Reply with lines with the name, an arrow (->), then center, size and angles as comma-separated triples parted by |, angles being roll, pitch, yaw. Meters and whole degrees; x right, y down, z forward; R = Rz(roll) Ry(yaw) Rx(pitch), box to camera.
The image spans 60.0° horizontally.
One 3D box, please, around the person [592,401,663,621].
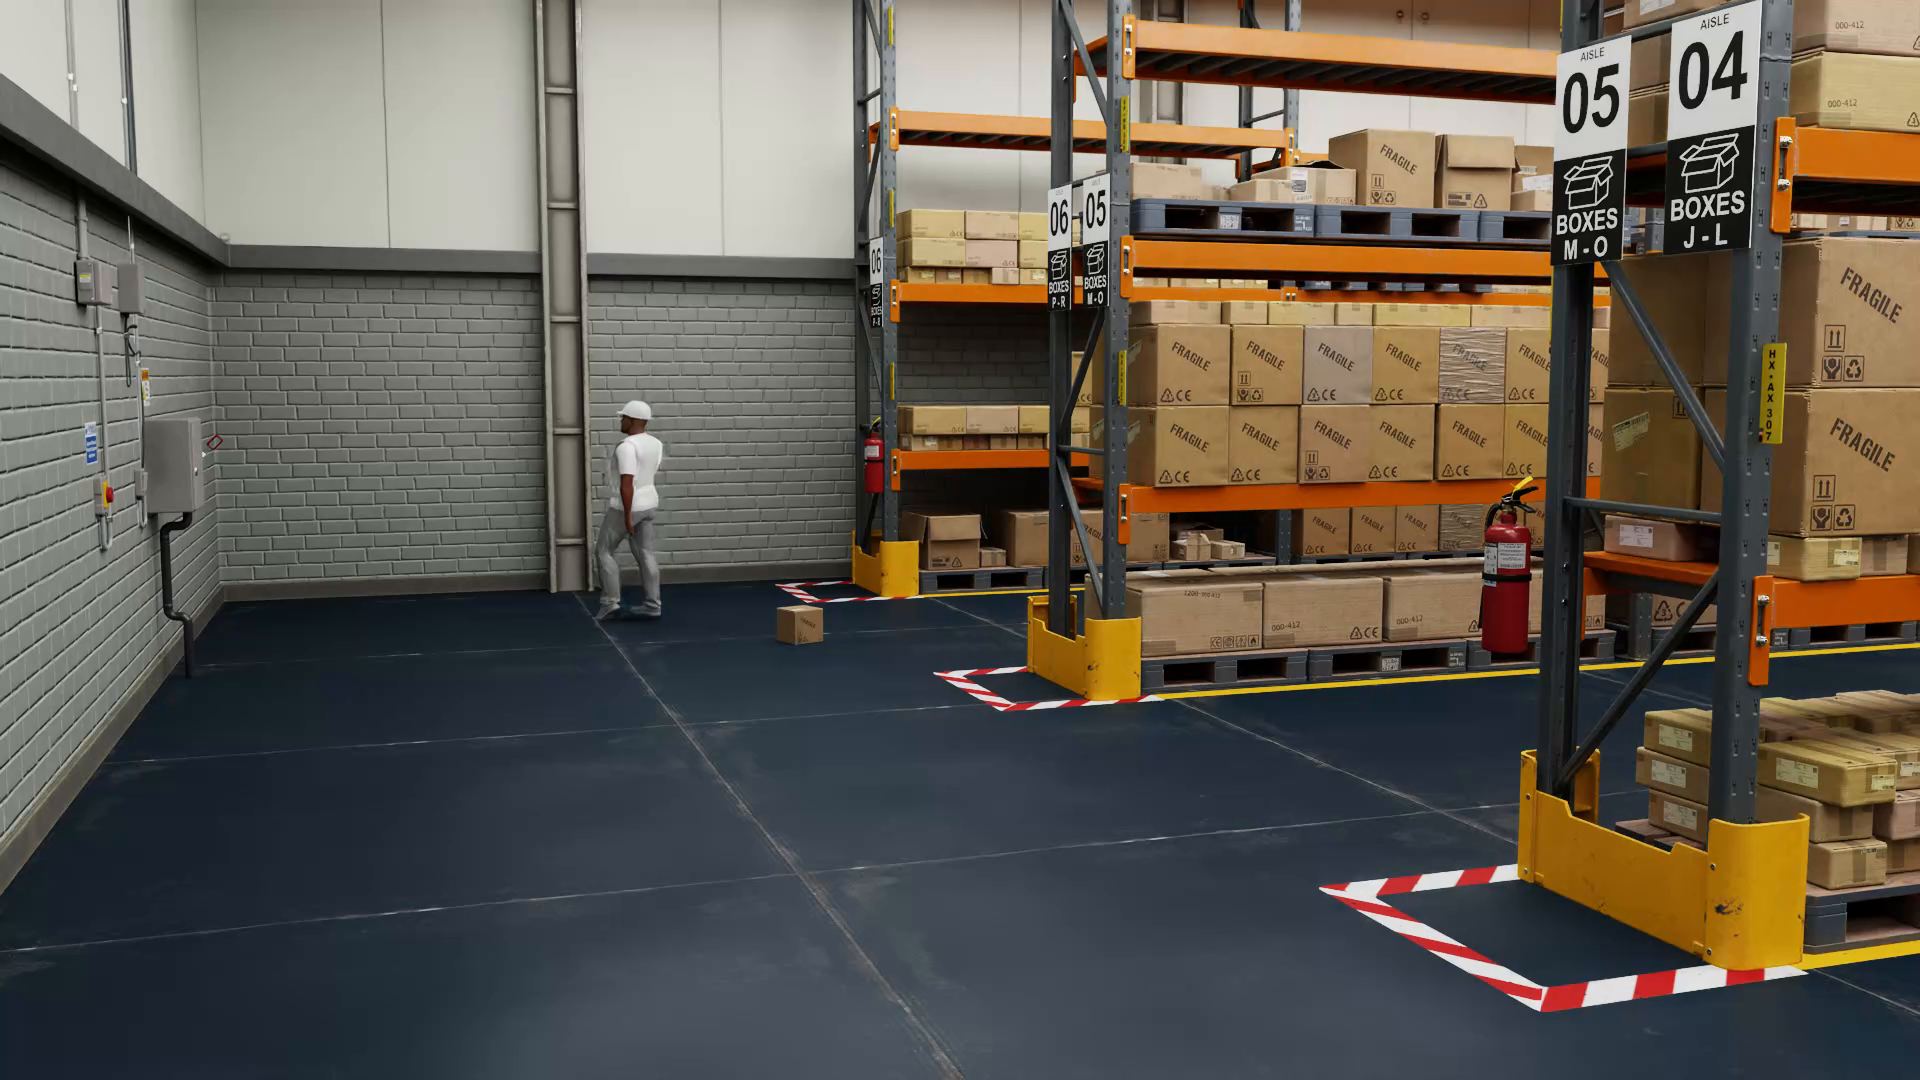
person -> -2.696, -0.218, 13.545 | 0.580, 1.829, 0.568 | 3, 6, 27
